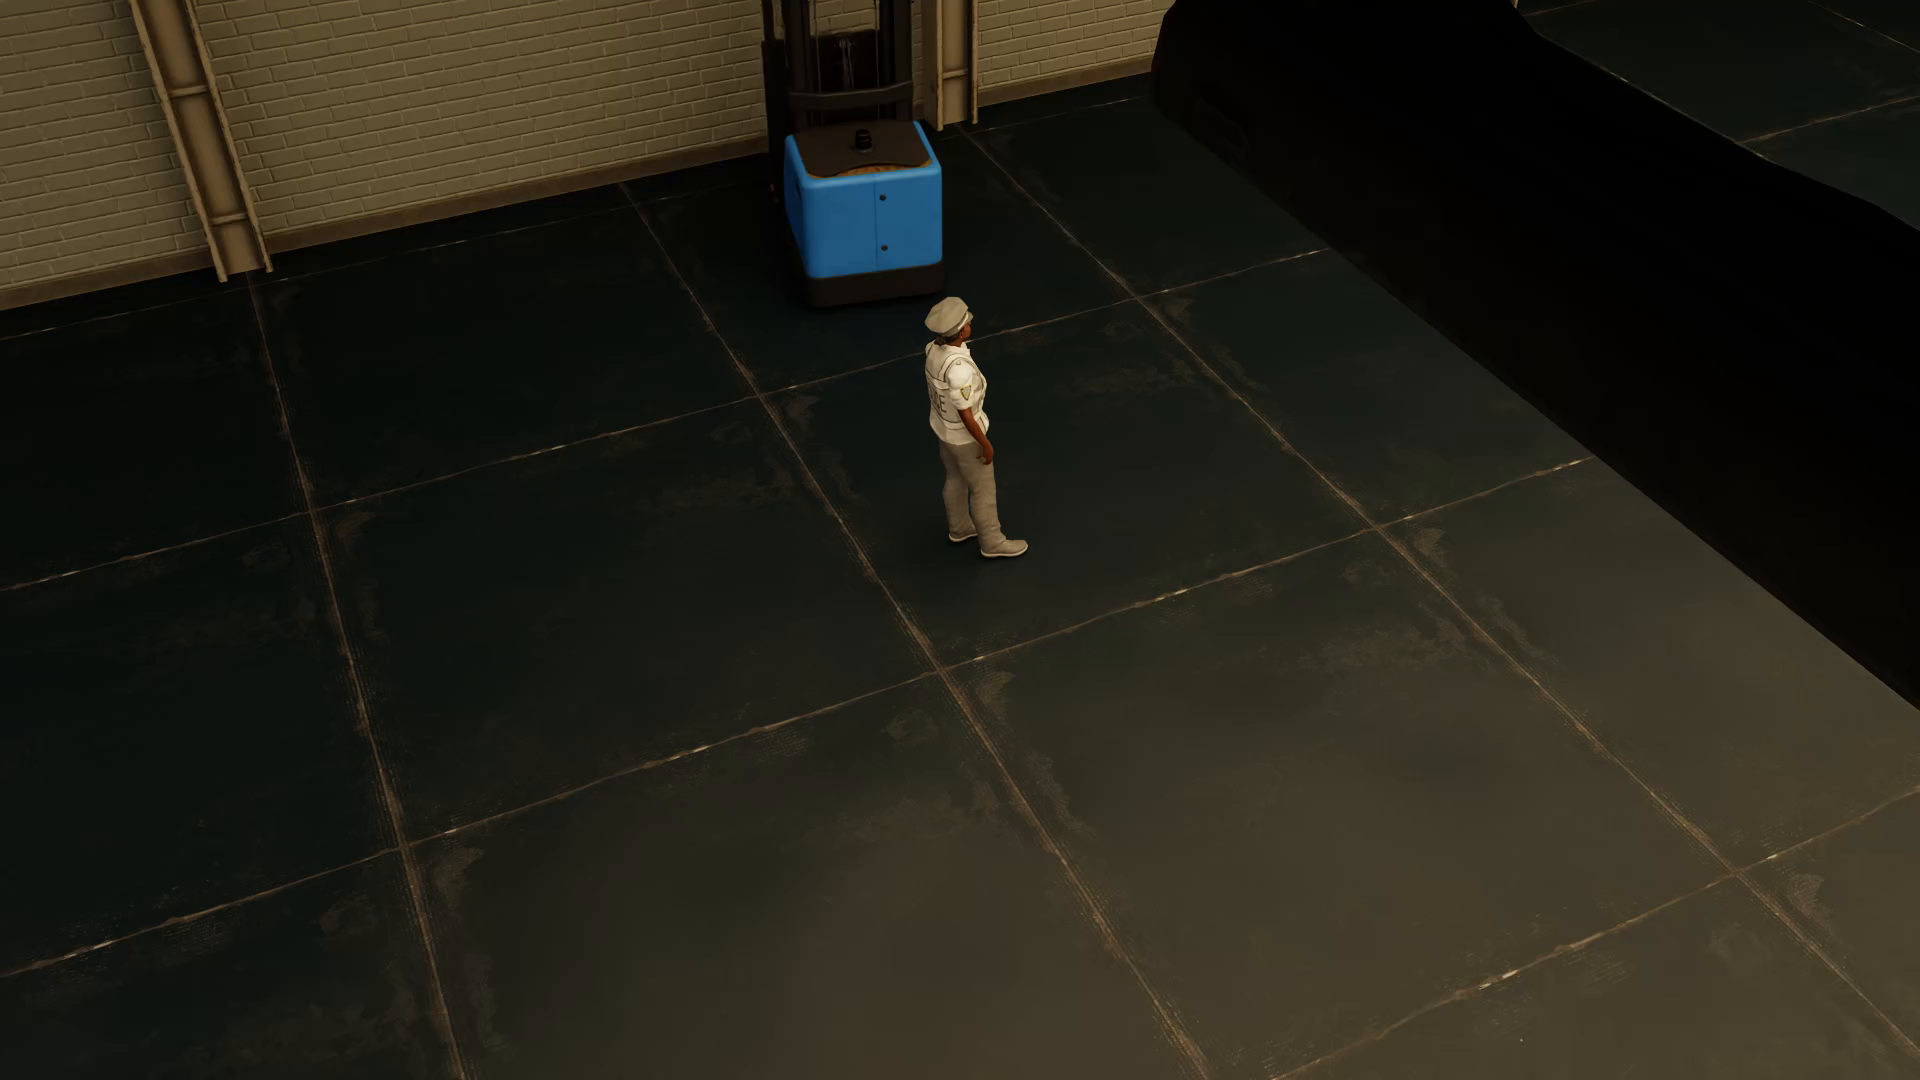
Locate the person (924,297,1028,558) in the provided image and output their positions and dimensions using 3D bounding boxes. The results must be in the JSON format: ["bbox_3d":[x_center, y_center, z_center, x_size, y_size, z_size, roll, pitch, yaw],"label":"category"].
[{"bbox_3d":[0.077,-0.665,9.767,0.528,1.695,0.569,-17,43,-19],"label":"person"}]

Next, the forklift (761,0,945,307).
[{"bbox_3d":[-0.959,-3.791,12.559,1.130,2.935,3.031,-9,41,-10],"label":"forklift"}]
